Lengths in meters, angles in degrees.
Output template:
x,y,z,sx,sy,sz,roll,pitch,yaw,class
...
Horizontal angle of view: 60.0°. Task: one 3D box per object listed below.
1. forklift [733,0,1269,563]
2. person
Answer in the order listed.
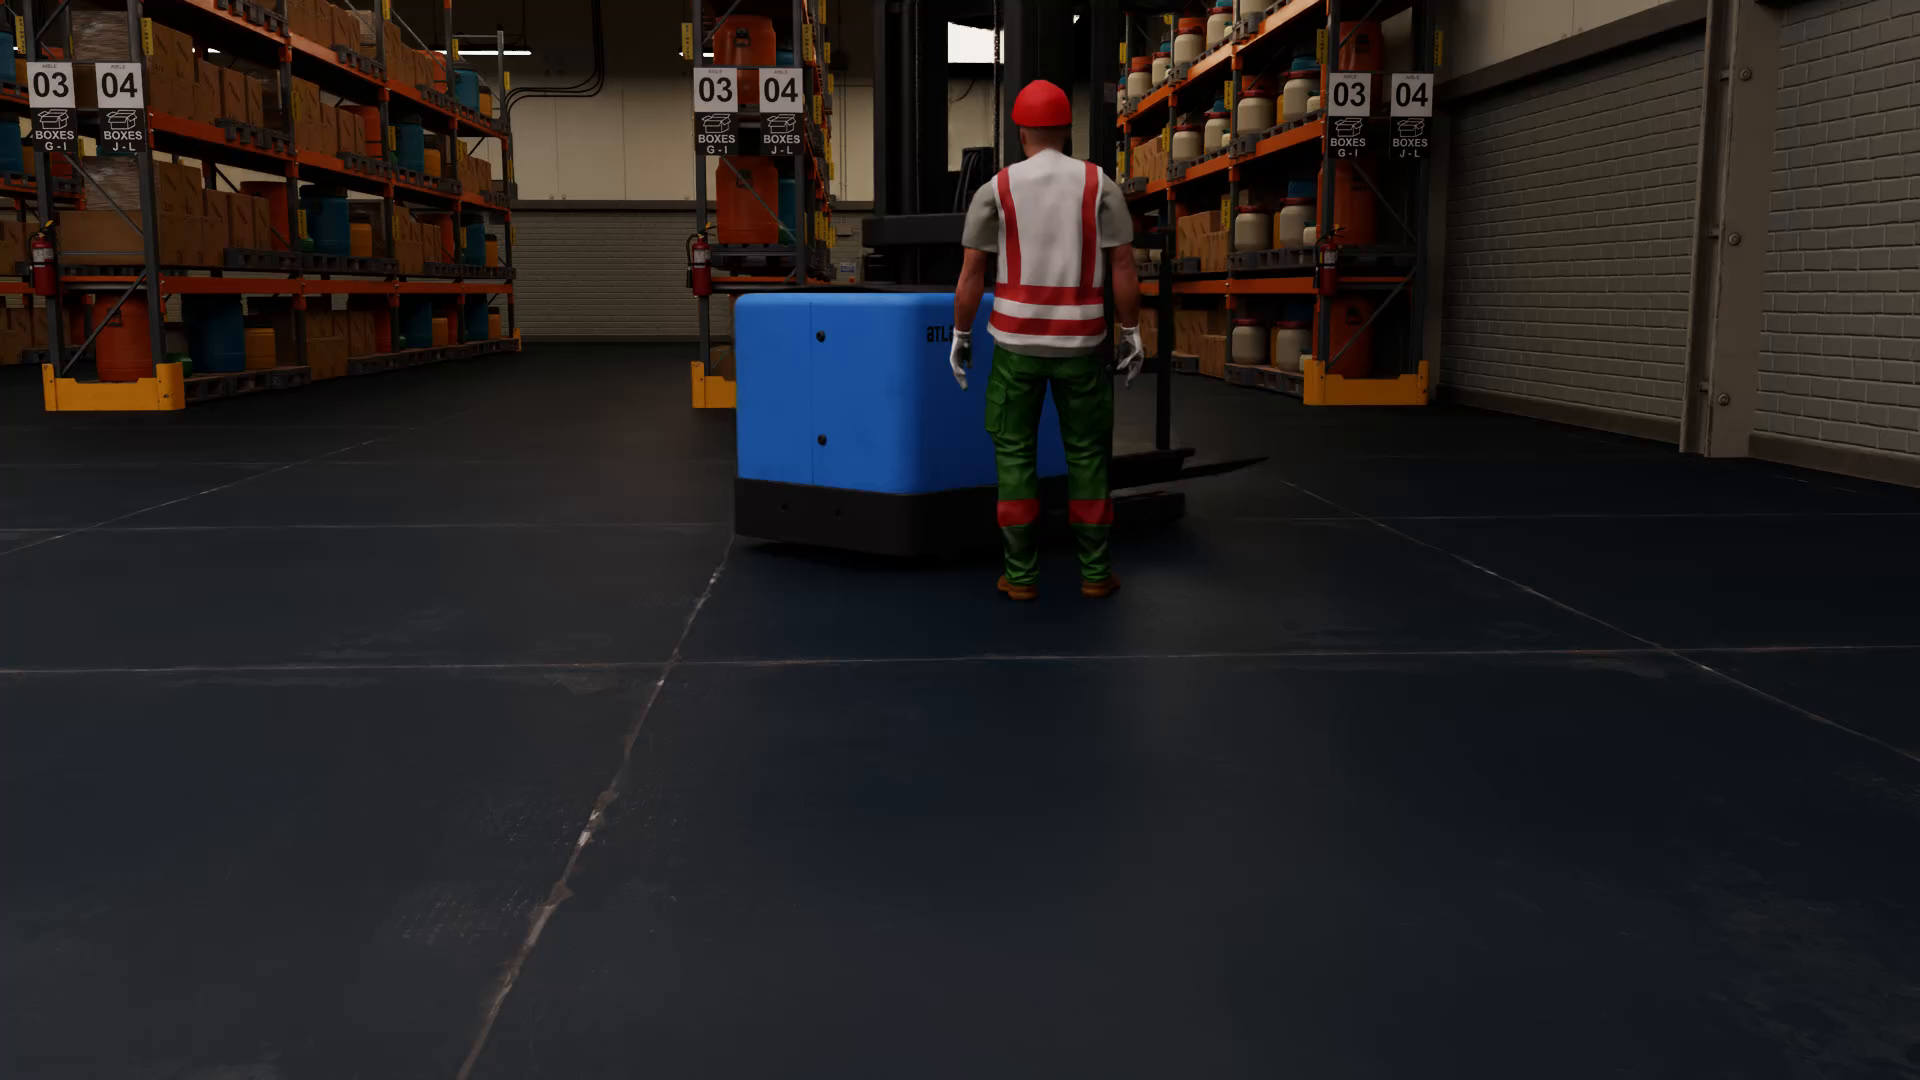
x,y,z,sx,sy,sz,roll,pitch,yaw,class
0.386,-1.527,7.616,1.130,2.935,3.031,7,11,40,forklift
0.301,-0.684,5.829,0.677,1.793,0.491,0,8,-1,person
